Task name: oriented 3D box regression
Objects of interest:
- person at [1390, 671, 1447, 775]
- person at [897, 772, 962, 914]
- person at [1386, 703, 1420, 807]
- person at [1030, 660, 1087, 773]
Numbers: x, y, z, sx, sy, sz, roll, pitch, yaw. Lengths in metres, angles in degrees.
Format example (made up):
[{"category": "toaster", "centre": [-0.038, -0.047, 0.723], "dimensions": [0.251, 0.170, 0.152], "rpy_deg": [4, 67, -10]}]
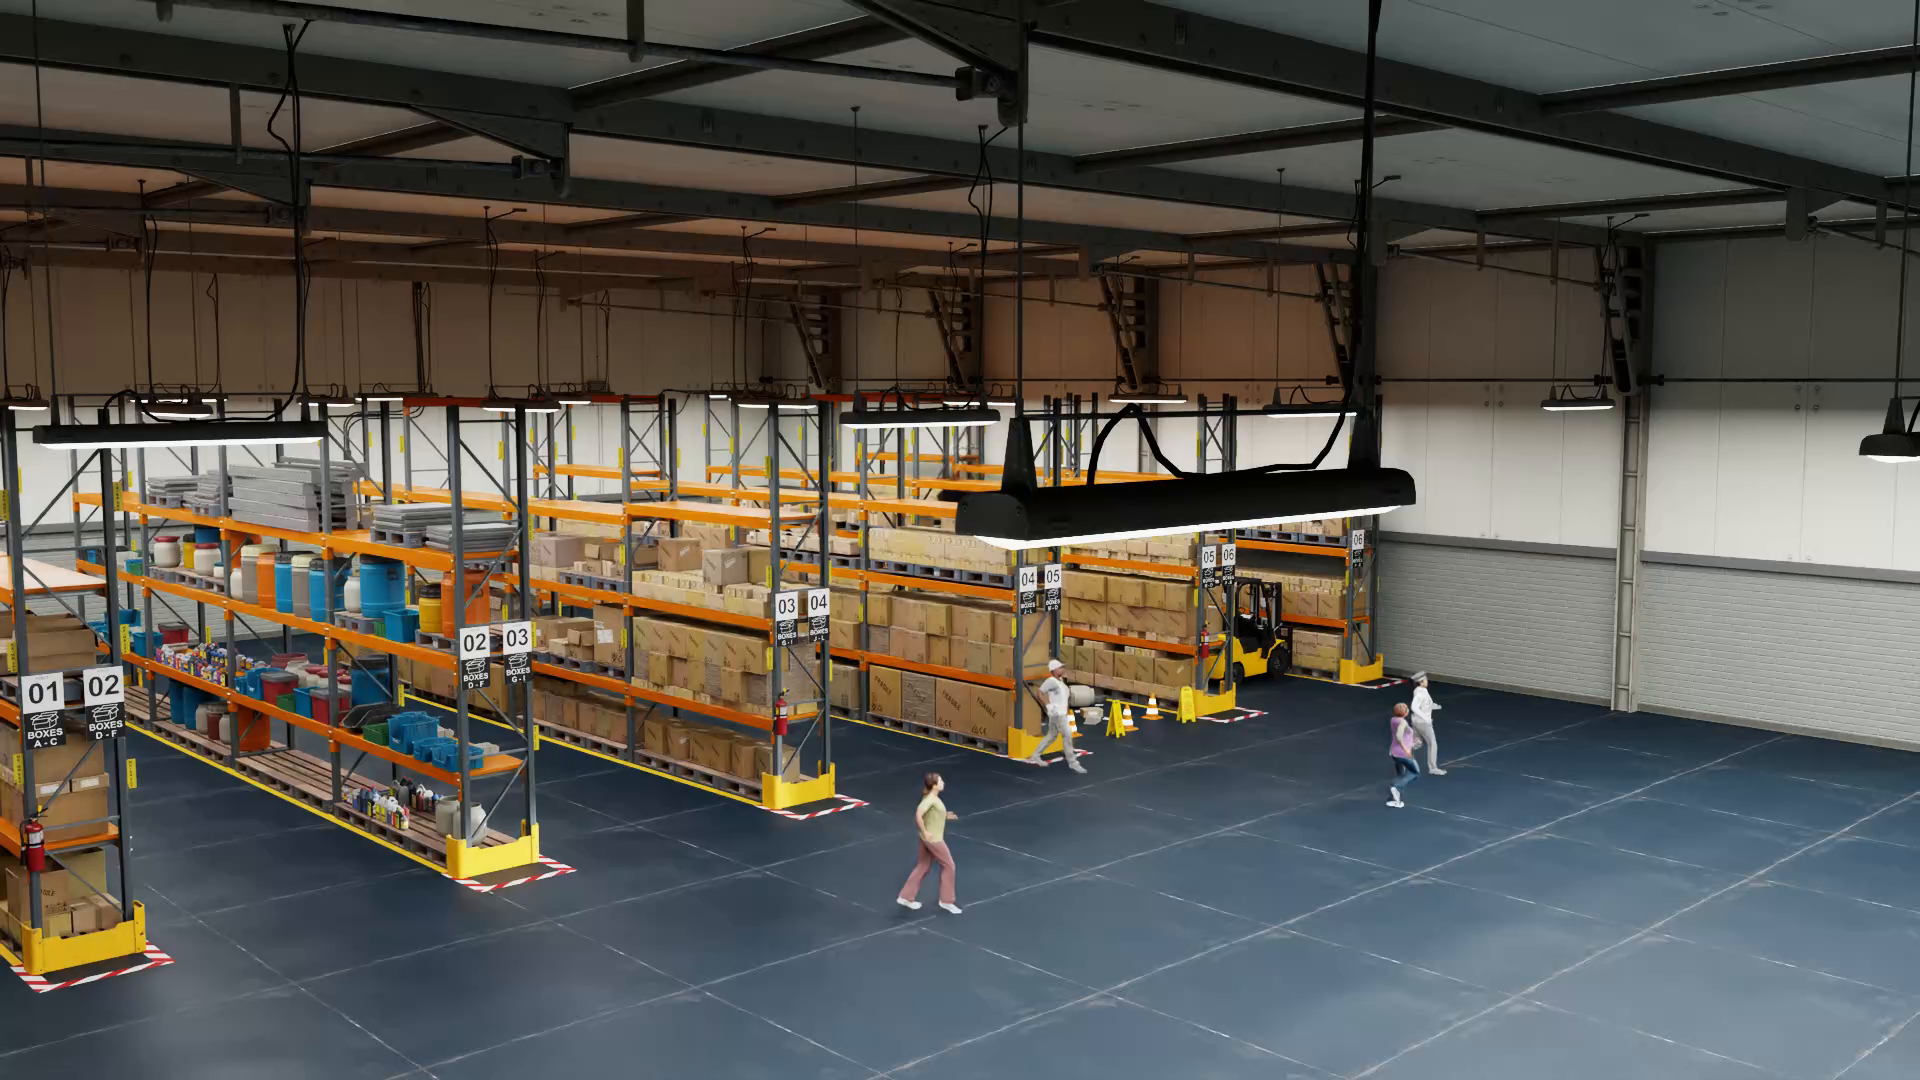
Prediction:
[{"category": "person", "centre": [7.356, 2.916, 26.602], "dimensions": [0.885, 1.669, 0.624], "rpy_deg": [0, 6, 3]}, {"category": "person", "centre": [-0.377, 3.597, 19.728], "dimensions": [0.775, 1.716, 0.564], "rpy_deg": [-2, 6, -16]}, {"category": "person", "centre": [6.573, 3.174, 24.596], "dimensions": [0.549, 1.559, 0.522], "rpy_deg": [-1, 6, -14]}, {"category": "person", "centre": [1.592, 2.840, 26.900], "dimensions": [0.925, 1.811, 0.746], "rpy_deg": [0, 6, 4]}]
